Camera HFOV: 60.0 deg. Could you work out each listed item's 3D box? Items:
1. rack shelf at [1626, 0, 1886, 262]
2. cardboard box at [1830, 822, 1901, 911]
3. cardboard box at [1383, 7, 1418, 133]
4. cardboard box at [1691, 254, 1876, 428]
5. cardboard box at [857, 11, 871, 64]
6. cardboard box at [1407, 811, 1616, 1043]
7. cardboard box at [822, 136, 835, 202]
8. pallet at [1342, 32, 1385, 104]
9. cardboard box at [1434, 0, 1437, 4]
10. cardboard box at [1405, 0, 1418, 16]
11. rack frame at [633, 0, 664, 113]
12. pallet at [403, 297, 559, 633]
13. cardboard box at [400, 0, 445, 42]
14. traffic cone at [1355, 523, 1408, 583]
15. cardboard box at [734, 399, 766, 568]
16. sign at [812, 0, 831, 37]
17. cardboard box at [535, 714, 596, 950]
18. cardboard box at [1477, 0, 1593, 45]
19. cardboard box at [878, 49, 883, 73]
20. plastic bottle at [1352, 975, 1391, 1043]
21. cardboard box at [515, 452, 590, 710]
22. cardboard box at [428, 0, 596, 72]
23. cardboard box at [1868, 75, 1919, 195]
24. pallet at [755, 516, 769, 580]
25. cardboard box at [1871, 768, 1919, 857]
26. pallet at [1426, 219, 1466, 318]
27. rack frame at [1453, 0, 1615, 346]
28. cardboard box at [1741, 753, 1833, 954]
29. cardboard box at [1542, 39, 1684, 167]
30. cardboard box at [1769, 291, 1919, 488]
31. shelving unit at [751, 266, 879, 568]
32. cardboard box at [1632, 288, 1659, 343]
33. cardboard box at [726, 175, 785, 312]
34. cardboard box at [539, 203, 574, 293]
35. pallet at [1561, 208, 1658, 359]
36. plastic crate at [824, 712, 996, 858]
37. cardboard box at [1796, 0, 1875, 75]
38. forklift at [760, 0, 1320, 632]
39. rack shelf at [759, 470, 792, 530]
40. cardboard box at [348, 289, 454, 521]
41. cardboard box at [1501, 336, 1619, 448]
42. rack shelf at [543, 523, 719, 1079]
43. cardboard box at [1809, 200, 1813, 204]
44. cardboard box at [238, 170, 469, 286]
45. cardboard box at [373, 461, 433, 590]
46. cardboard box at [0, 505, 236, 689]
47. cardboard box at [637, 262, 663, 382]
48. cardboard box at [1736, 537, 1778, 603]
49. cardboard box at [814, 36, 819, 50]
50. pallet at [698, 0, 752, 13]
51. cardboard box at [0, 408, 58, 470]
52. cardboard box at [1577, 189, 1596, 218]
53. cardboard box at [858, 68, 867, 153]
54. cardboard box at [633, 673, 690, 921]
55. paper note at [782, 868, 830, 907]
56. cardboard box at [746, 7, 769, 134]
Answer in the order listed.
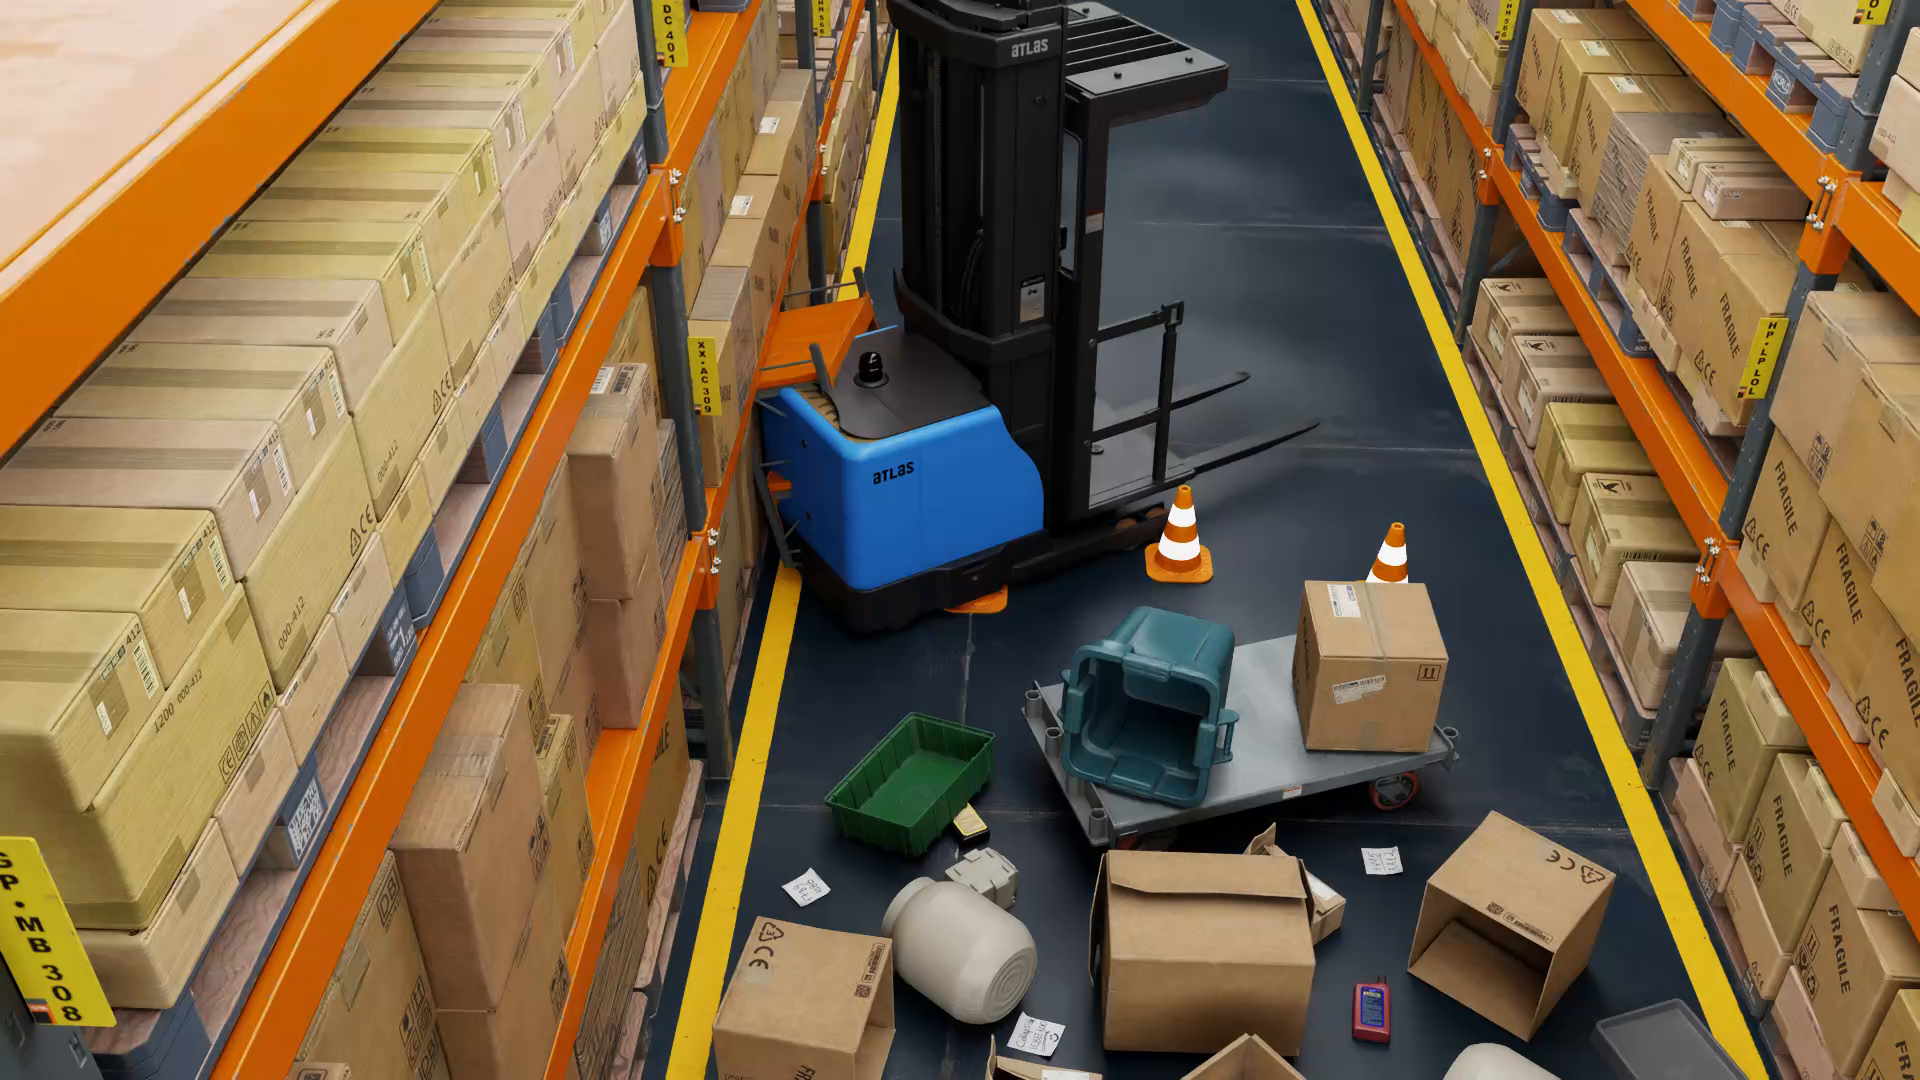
[{"bbox_3d":[3.536,-2.252,7.309,1.077,0.370,4.000,1,35,2],"label":"rack shelf"},{"bbox_3d":[3.071,1.064,5.383,0.380,0.149,0.250,3,35,5],"label":"cardboard box"},{"bbox_3d":[3.832,-3.711,12.850,0.875,0.875,0.875,2,35,3],"label":"cardboard box"},{"bbox_3d":[3.245,-0.776,6.480,0.500,0.500,0.500,1,35,1],"label":"cardboard box"},{"bbox_3d":[-0.950,-3.845,12.715,0.500,0.250,0.500,0,35,1],"label":"cardboard box"},{"bbox_3d":[2.053,1.435,6.216,0.500,0.500,0.500,28,44,33],"label":"cardboard box"},{"bbox_3d":[-1.064,-2.371,10.618,0.500,0.250,0.500,0,35,0],"label":"cardboard box"},{"bbox_3d":[3.886,-4.061,14.290,1.003,0.211,1.213,1,35,2],"label":"pallet"},{"bbox_3d":[3.420,-3.783,11.166,0.500,0.250,0.500,0,35,0],"label":"cardboard box"},{"bbox_3d":[3.440,-3.867,11.720,0.500,0.250,0.500,1,35,2],"label":"cardboard box"},{"bbox_3d":[-1.494,-2.681,4.685,1.000,3.000,0.127,1,35,2],"label":"rack frame"},{"bbox_3d":[-1.589,-0.249,3.909,1.003,0.211,1.213,1,35,2],"label":"pallet"},{"bbox_3d":[-1.794,-1.453,4.965,0.500,0.250,0.500,2,35,2],"label":"cardboard box"},{"bbox_3d":[2.107,0.123,8.119,0.336,0.463,0.334,1,35,2],"label":"traffic cone"},{"bbox_3d":[-1.517,-0.391,8.235,1.050,0.750,0.750,1,35,2],"label":"cardboard box"},{"bbox_3d":[-0.779,-2.988,9.331,0.100,0.325,0.005,1,35,2],"label":"sign"},{"bbox_3d":[-1.557,0.855,4.740,0.875,0.550,0.500,1,35,2],"label":"cardboard box"},{"bbox_3d":[3.376,-3.222,9.714,0.500,0.500,0.500,0,35,1],"label":"cardboard box"},{"bbox_3d":[-0.837,-4.030,13.936,0.380,0.149,0.250,0,35,0],"label":"cardboard box"},{"bbox_3d":[1.530,1.730,6.181,0.133,0.061,0.283,7,36,10],"label":"plastic bottle"},{"bbox_3d":[-1.608,0.107,4.865,0.875,0.550,0.550,1,35,2],"label":"cardboard box"},{"bbox_3d":[-1.211,-1.383,4.519,0.380,0.149,0.250,1,35,2],"label":"cardboard box"},{"bbox_3d":[3.165,-1.212,5.074,0.500,0.250,0.500,1,35,1],"label":"cardboard box"},{"bbox_3d":[-1.492,-0.234,8.845,1.003,0.211,1.213,1,35,2],"label":"pallet"},{"bbox_3d":[3.062,0.841,5.109,0.380,0.149,0.250,1,35,2],"label":"cardboard box"},{"bbox_3d":[3.723,-1.779,11.043,1.003,0.211,1.213,1,35,2],"label":"pallet"},{"bbox_3d":[3.616,-2.469,9.599,1.000,3.000,0.127,1,35,2],"label":"rack frame"},{"bbox_3d":[3.153,1.117,5.872,0.500,0.500,0.500,3,35,4],"label":"cardboard box"},{"bbox_3d":[3.353,-2.250,8.578,0.500,0.500,0.500,3,35,4],"label":"cardboard box"},{"bbox_3d":[3.221,-0.494,5.575,0.700,0.500,0.500,1,35,1],"label":"cardboard box"},{"bbox_3d":[-0.691,-0.635,8.418,0.538,1.125,1.048,-8,28,14],"label":"shelving unit"},{"bbox_3d":[3.210,-0.988,7.346,0.380,0.149,0.250,2,35,2],"label":"cardboard box"},{"bbox_3d":[-1.141,-1.432,8.038,0.500,0.500,0.500,2,35,3],"label":"cardboard box"},{"bbox_3d":[-1.230,-0.764,4.331,0.380,0.149,0.250,2,35,3],"label":"cardboard box"},{"bbox_3d":[3.578,-1.252,8.035,1.003,0.211,1.213,1,35,2],"label":"pallet"},{"bbox_3d":[-0.192,1.030,7.016,0.450,0.188,0.662,11,35,32],"label":"plastic crate"},{"bbox_3d":[3.335,-1.847,5.872,0.500,0.250,0.500,1,35,1],"label":"cardboard box"},{"bbox_3d":[0.535,-1.385,8.117,3.031,2.935,1.130,-19,39,-25],"label":"forklift"},{"bbox_3d":[-0.634,-0.425,8.528,0.538,0.278,1.000,-8,28,14],"label":"rack shelf"},{"bbox_3d":[-1.340,-0.282,3.299,0.500,0.250,0.500,1,35,2],"label":"cardboard box"},{"bbox_3d":[3.562,-0.817,9.169,0.950,0.372,0.625,1,35,1],"label":"cardboard box"},{"bbox_3d":[-1.575,1.217,4.981,1.077,0.370,4.000,1,35,2],"label":"rack shelf"},{"bbox_3d":[3.814,-1.339,7.282,0.500,0.500,0.500,1,35,2],"label":"cardboard box"},{"bbox_3d":[-1.261,-0.654,3.481,0.380,0.149,0.250,2,35,3],"label":"cardboard box"},{"bbox_3d":[-1.281,-0.035,3.295,0.380,0.149,0.250,1,35,2],"label":"cardboard box"},{"bbox_3d":[-1.312,0.080,2.438,0.380,0.149,0.250,2,35,2],"label":"cardboard box"},{"bbox_3d":[-1.480,-0.962,6.499,0.700,0.500,0.500,1,35,1],"label":"cardboard box"},{"bbox_3d":[3.123,0.106,6.155,0.380,0.149,0.250,1,35,2],"label":"cardboard box"},{"bbox_3d":[-1.093,-3.155,10.430,0.380,0.149,0.250,3,35,4],"label":"cardboard box"},{"bbox_3d":[-1.348,-2.661,7.429,1.003,0.211,1.213,3,35,4],"label":"pallet"},{"bbox_3d":[-1.894,-0.004,2.903,0.500,0.250,0.500,1,35,2],"label":"cardboard box"},{"bbox_3d":[3.352,-1.740,8.415,0.380,0.149,0.250,3,35,5],"label":"cardboard box"},{"bbox_3d":[-0.972,-3.246,12.515,0.500,0.500,0.500,1,35,1],"label":"cardboard box"},{"bbox_3d":[-1.589,0.831,6.388,0.875,0.875,0.875,2,35,3],"label":"cardboard box"},{"bbox_3d":[-0.616,1.395,6.684,0.147,0.020,0.142,-24,42,-30],"label":"paper note"},{"bbox_3d":[-1.381,-2.426,8.583,0.700,0.500,0.500,1,35,1],"label":"cardboard box"}]
